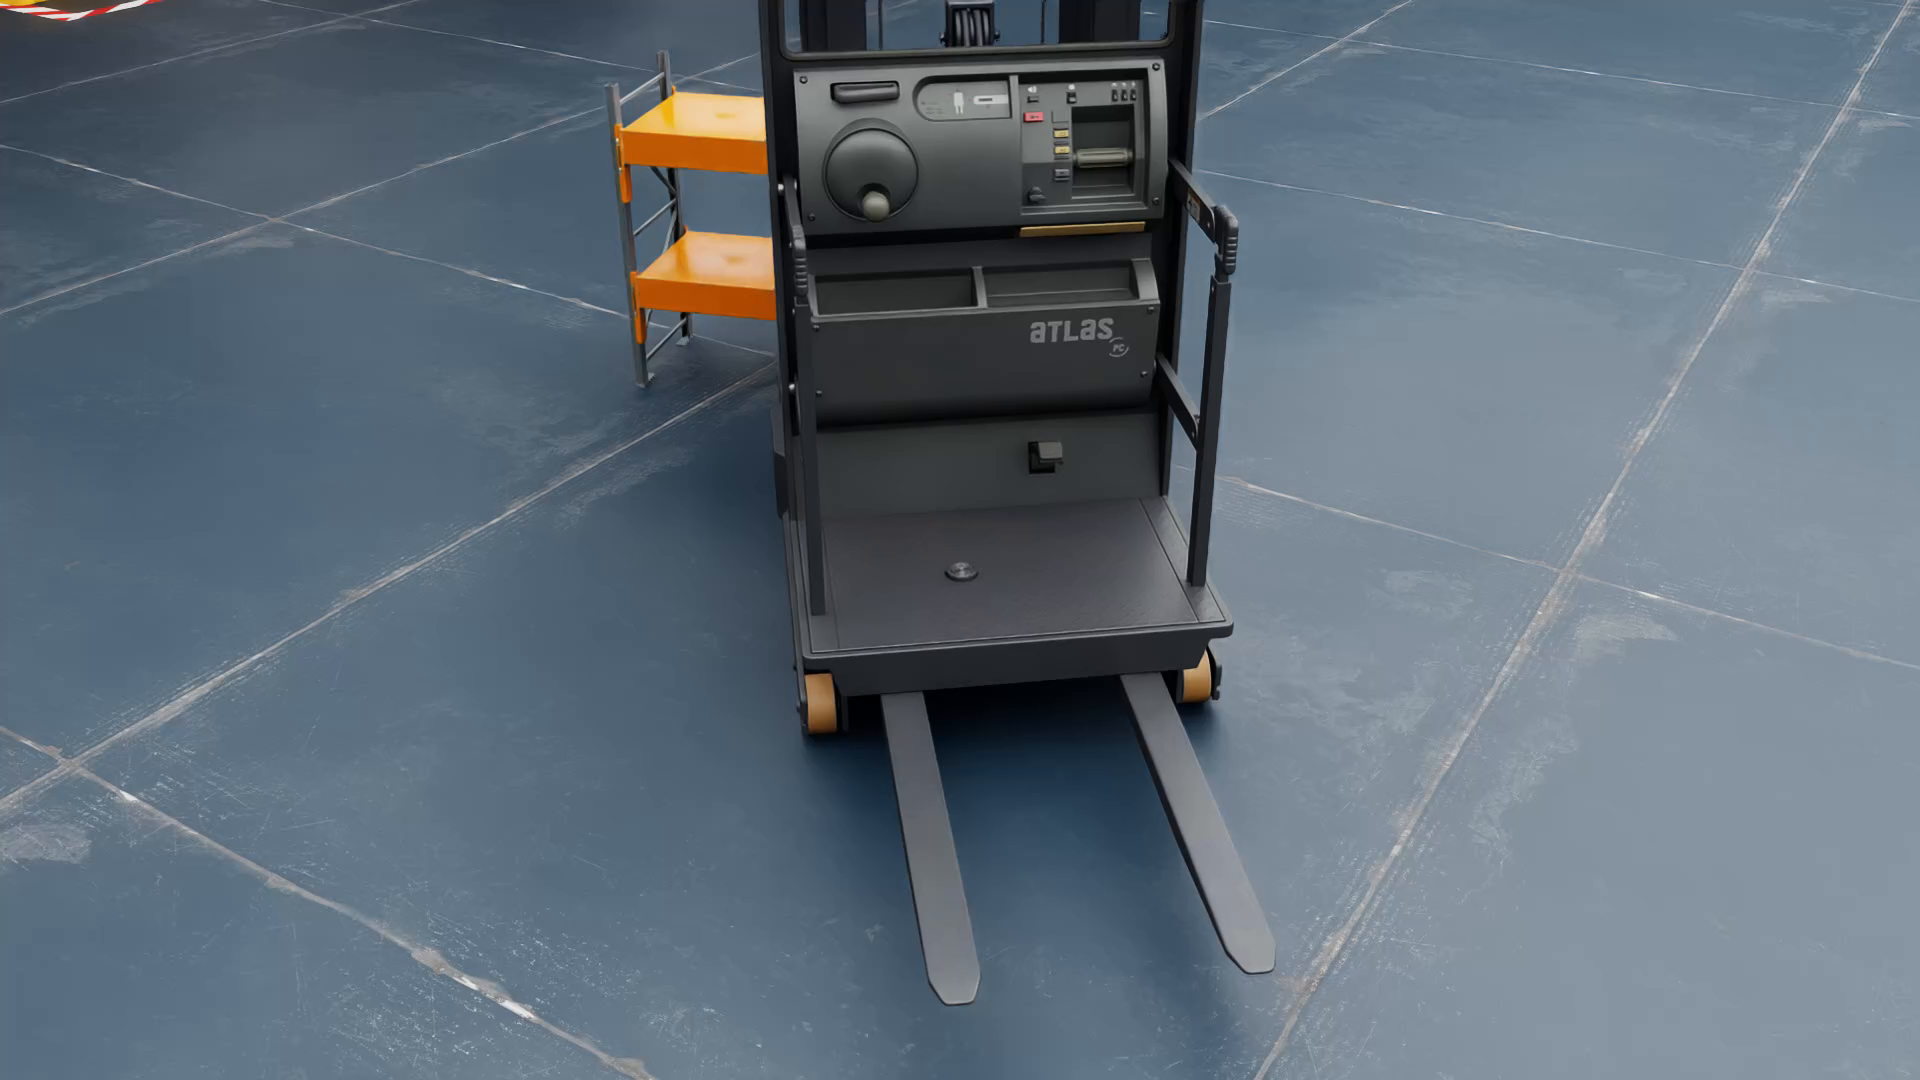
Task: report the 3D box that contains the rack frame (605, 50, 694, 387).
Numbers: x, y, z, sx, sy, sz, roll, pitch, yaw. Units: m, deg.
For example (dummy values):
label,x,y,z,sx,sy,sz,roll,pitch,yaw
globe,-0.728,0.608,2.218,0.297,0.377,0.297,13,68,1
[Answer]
label,x,y,z,sx,sy,sz,roll,pitch,yaw
rack frame,-1.140,-1.184,6.164,0.032,1.125,0.500,7,31,12

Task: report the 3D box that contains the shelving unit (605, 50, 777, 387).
label,x,y,z,sx,sy,sz,roll,pitch,yaw
shelving unit,-0.646,-1.124,6.060,1.048,1.125,0.538,7,31,12

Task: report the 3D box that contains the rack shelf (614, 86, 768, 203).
label,x,y,z,sx,sy,sz,roll,pitch,yaw
rack shelf,-0.646,-1.377,5.913,1.000,0.278,0.538,7,31,12

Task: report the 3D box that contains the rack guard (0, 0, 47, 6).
label,x,y,z,sx,sy,sz,roll,pitch,yaw
rack guard,-6.438,-4.251,12.040,0.348,0.500,1.175,18,35,27

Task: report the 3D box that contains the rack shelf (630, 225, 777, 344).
label,x,y,z,sx,sy,sz,roll,pitch,yaw
rack shelf,-0.646,-0.913,6.184,1.000,0.278,0.538,7,31,12

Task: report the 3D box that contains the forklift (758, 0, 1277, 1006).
label,x,y,z,sx,sy,sz,roll,pitch,yaw
forklift,0.090,-0.944,3.959,1.130,2.935,3.031,-4,31,-7
